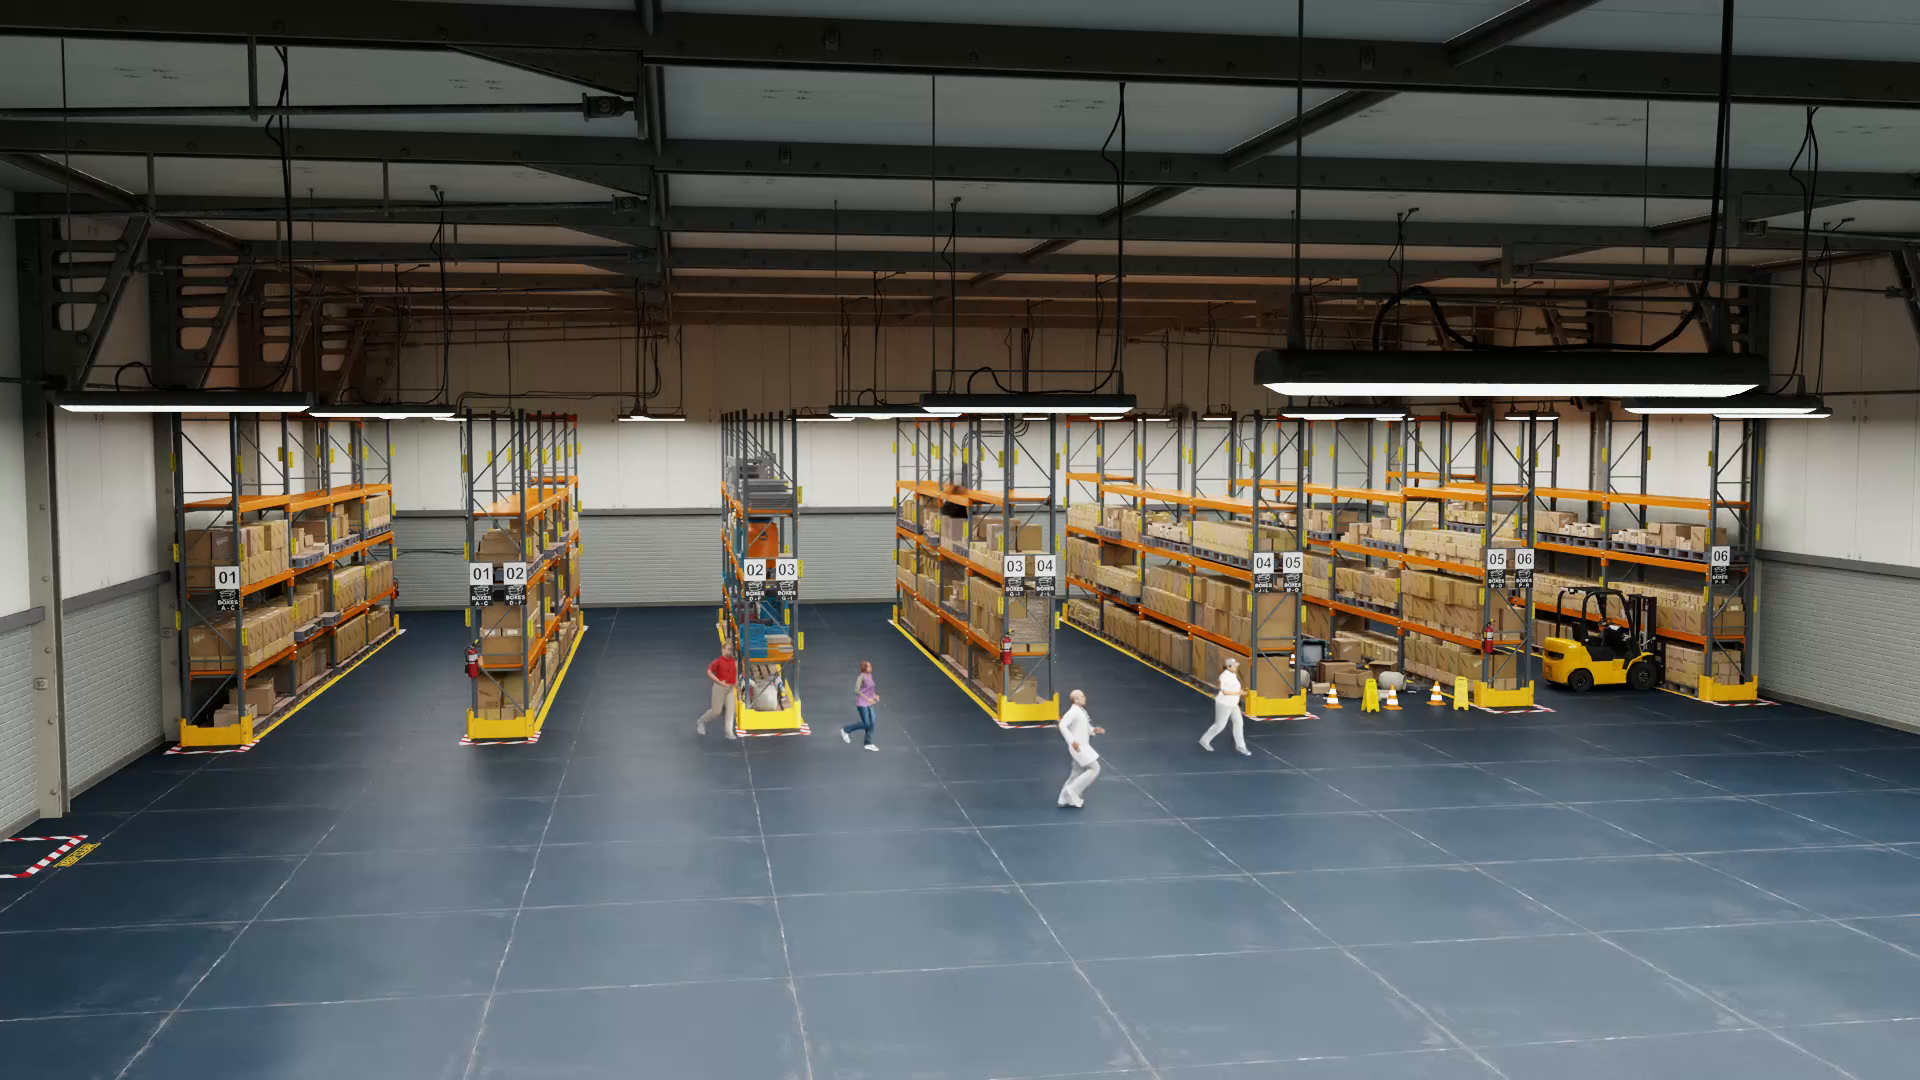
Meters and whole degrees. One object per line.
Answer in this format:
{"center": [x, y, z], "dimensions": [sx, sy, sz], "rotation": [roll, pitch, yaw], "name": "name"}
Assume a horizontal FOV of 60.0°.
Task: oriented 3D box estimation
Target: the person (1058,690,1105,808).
{"center": [1.813, 3.105, 24.780], "dimensions": [0.702, 1.743, 0.682], "rotation": [0, 4, 6], "name": "person"}

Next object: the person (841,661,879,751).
{"center": [-1.731, 2.909, 29.296], "dimensions": [0.678, 1.585, 0.542], "rotation": [2, 4, 21], "name": "person"}

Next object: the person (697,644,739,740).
{"center": [-4.294, 2.753, 30.403], "dimensions": [0.948, 1.688, 0.728], "rotation": [3, 5, 41], "name": "person"}

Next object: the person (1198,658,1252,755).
{"center": [4.598, 2.877, 28.805], "dimensions": [0.901, 1.684, 0.568], "rotation": [2, 4, 27], "name": "person"}
